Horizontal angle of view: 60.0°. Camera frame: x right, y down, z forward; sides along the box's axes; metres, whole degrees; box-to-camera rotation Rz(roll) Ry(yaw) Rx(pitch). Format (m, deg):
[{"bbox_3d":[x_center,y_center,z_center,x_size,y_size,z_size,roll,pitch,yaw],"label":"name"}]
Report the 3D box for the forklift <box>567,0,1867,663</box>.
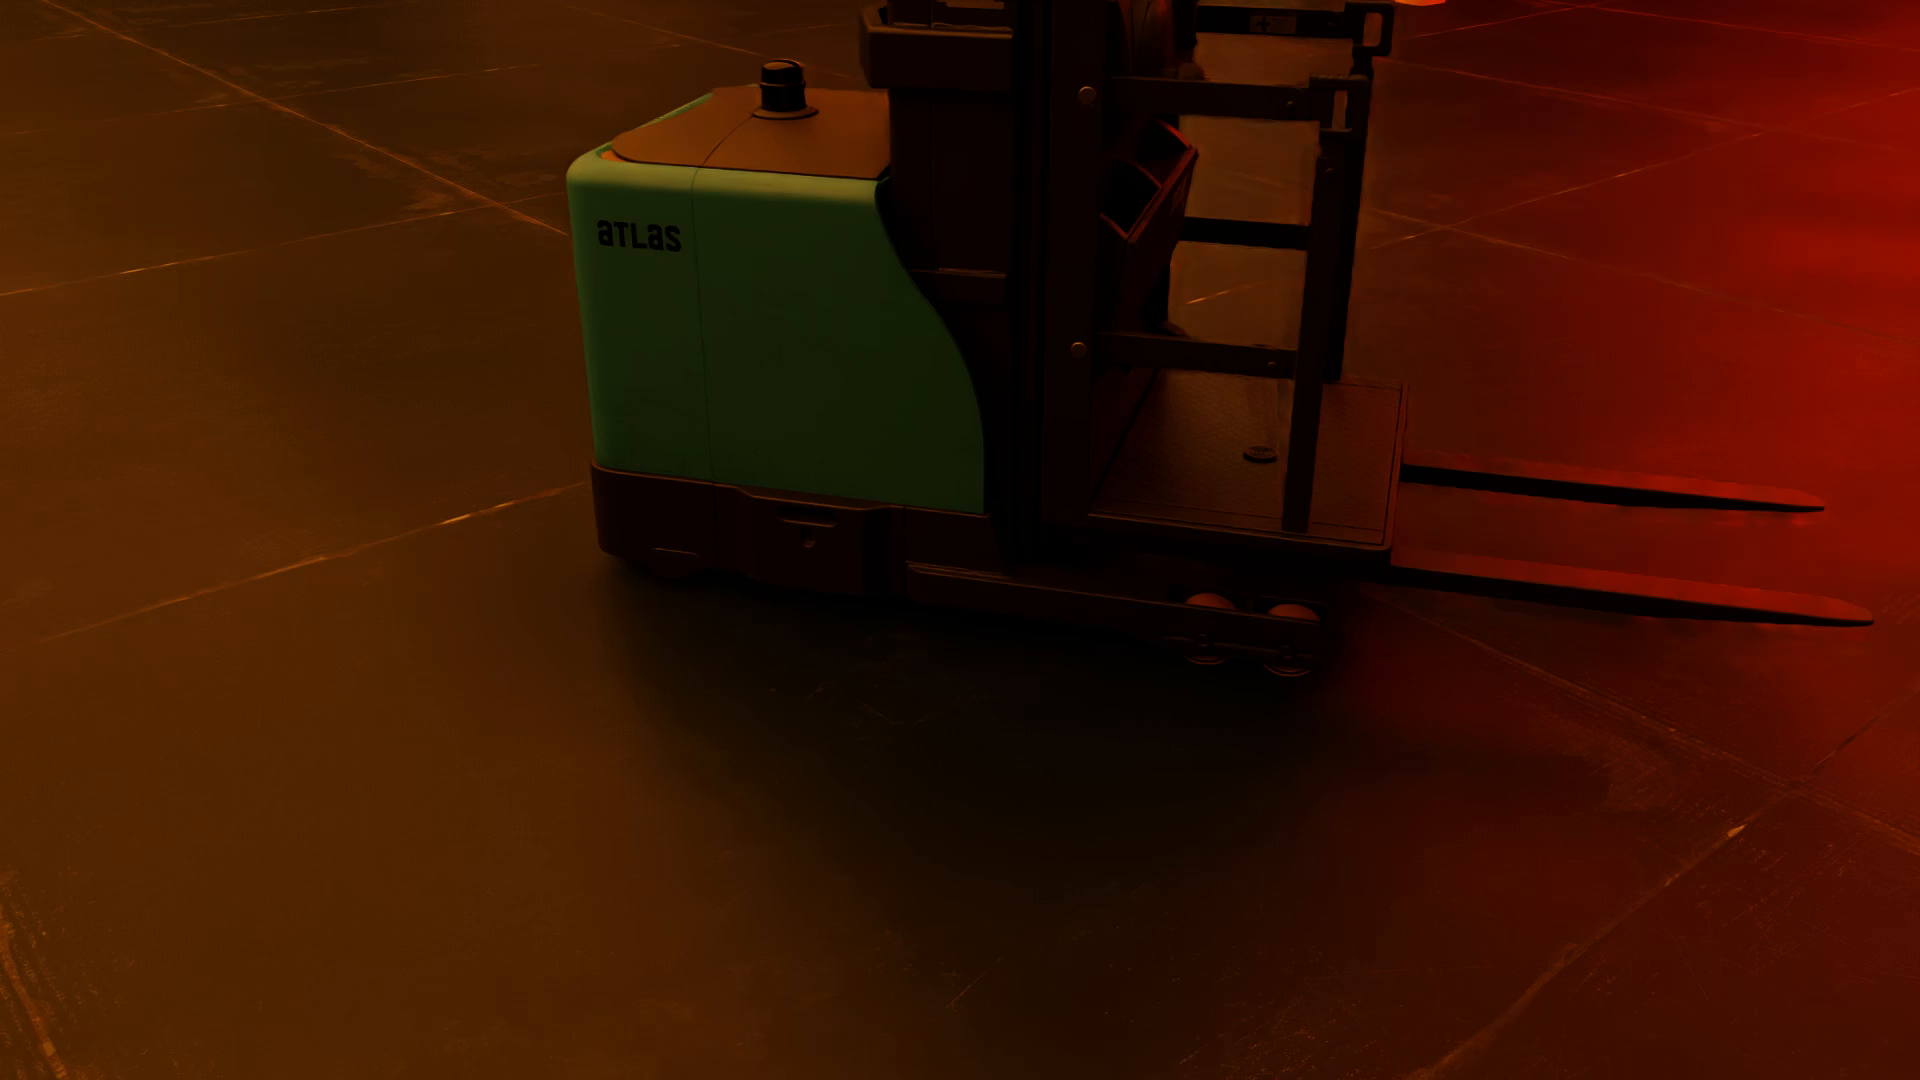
[{"bbox_3d":[0.644,-1.281,3.786,3.031,2.935,1.130,5,27,10],"label":"forklift"}]
